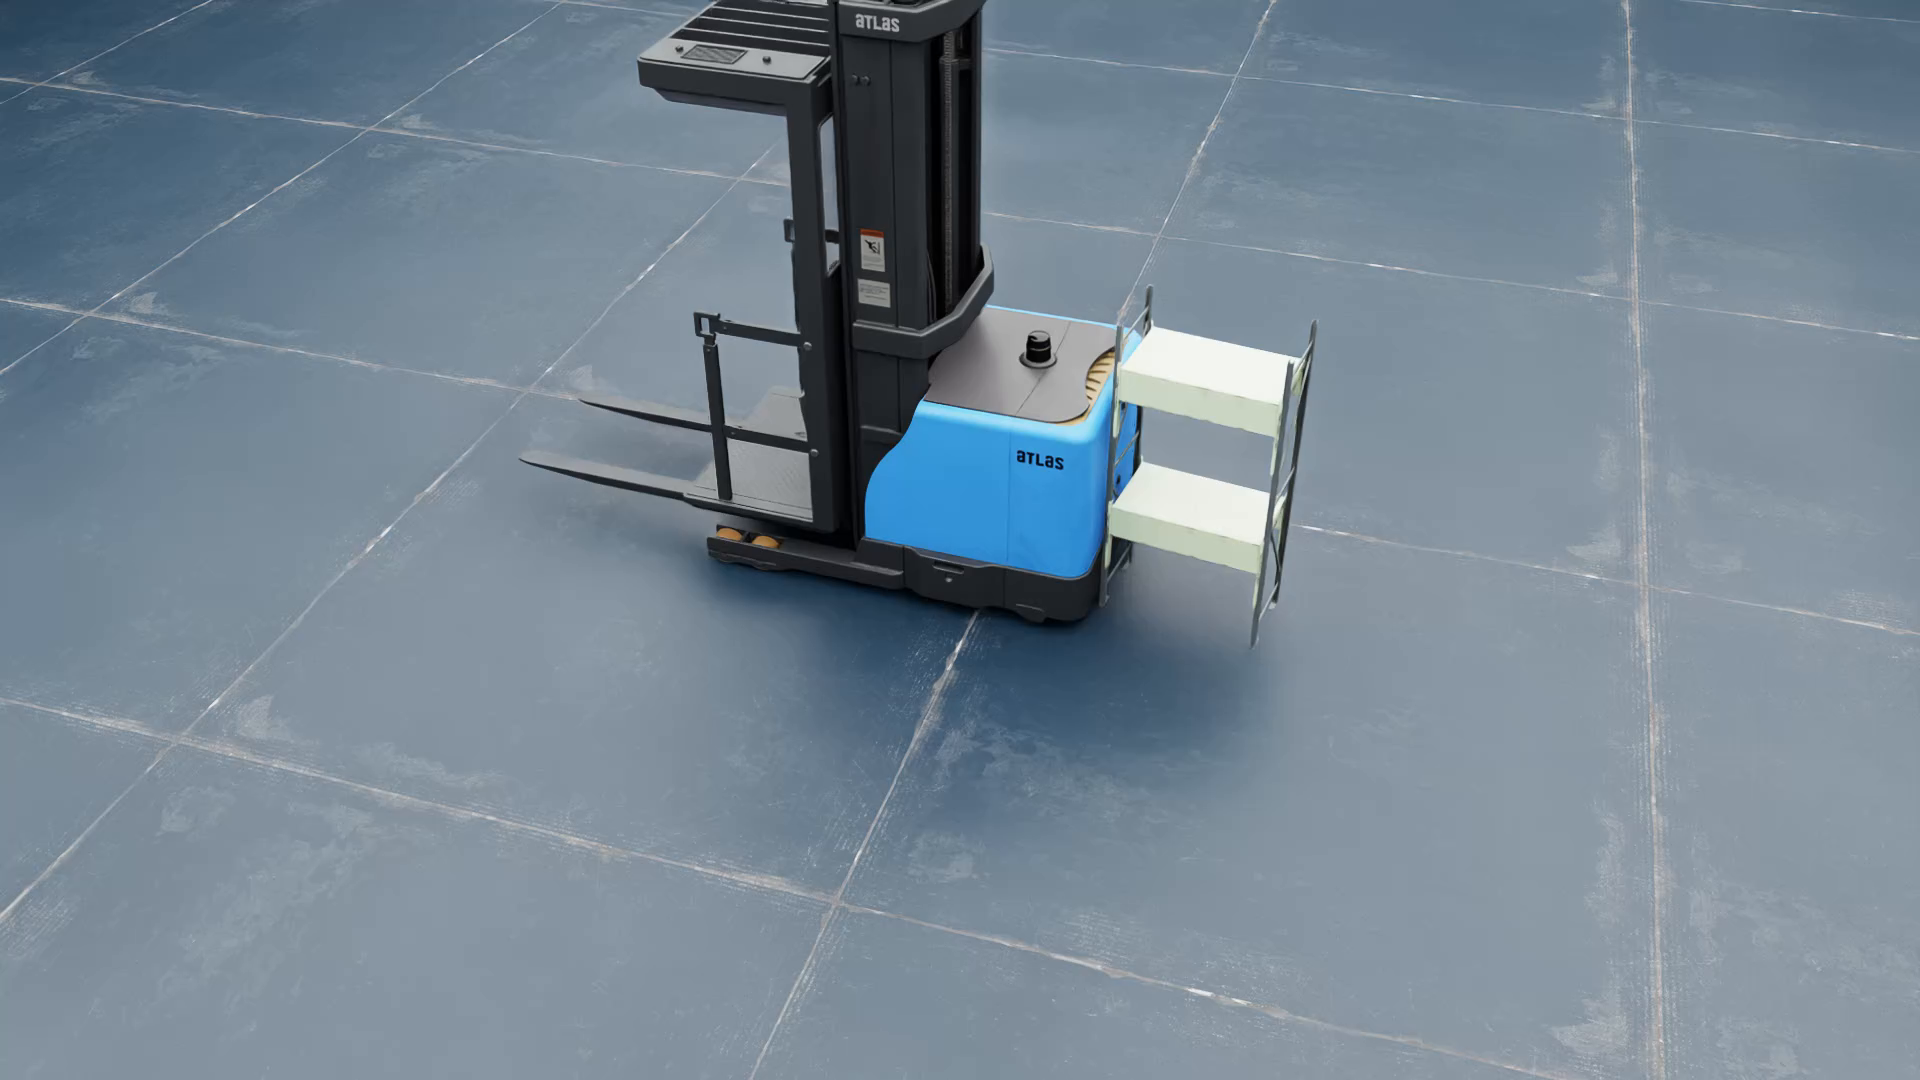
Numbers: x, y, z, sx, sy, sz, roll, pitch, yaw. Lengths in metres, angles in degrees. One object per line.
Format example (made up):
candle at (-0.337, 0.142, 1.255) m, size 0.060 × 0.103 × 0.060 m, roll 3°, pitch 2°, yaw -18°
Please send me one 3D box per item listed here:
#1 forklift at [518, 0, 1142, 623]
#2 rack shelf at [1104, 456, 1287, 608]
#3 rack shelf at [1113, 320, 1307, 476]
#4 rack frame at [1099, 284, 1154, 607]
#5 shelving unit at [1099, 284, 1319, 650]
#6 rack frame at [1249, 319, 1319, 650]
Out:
forklift at (-0.705, -1.316, 7.566) m, size 3.031 × 2.935 × 1.130 m, roll 11°, pitch 38°, yaw 15°
rack shelf at (1.079, -0.043, 7.593) m, size 0.720 × 0.370 × 0.431 m, roll 15°, pitch 39°, yaw 20°
rack shelf at (1.079, -0.620, 7.168) m, size 0.720 × 0.370 × 0.431 m, roll 15°, pitch 39°, yaw 20°
rack frame at (0.747, -0.397, 7.524) m, size 0.023 × 1.500 × 0.400 m, roll 15°, pitch 39°, yaw 20°
shelving unit at (1.079, -0.305, 7.400) m, size 0.755 × 1.500 × 0.431 m, roll 15°, pitch 39°, yaw 20°
rack frame at (1.411, -0.214, 7.275) m, size 0.023 × 1.500 × 0.400 m, roll 15°, pitch 39°, yaw 20°
